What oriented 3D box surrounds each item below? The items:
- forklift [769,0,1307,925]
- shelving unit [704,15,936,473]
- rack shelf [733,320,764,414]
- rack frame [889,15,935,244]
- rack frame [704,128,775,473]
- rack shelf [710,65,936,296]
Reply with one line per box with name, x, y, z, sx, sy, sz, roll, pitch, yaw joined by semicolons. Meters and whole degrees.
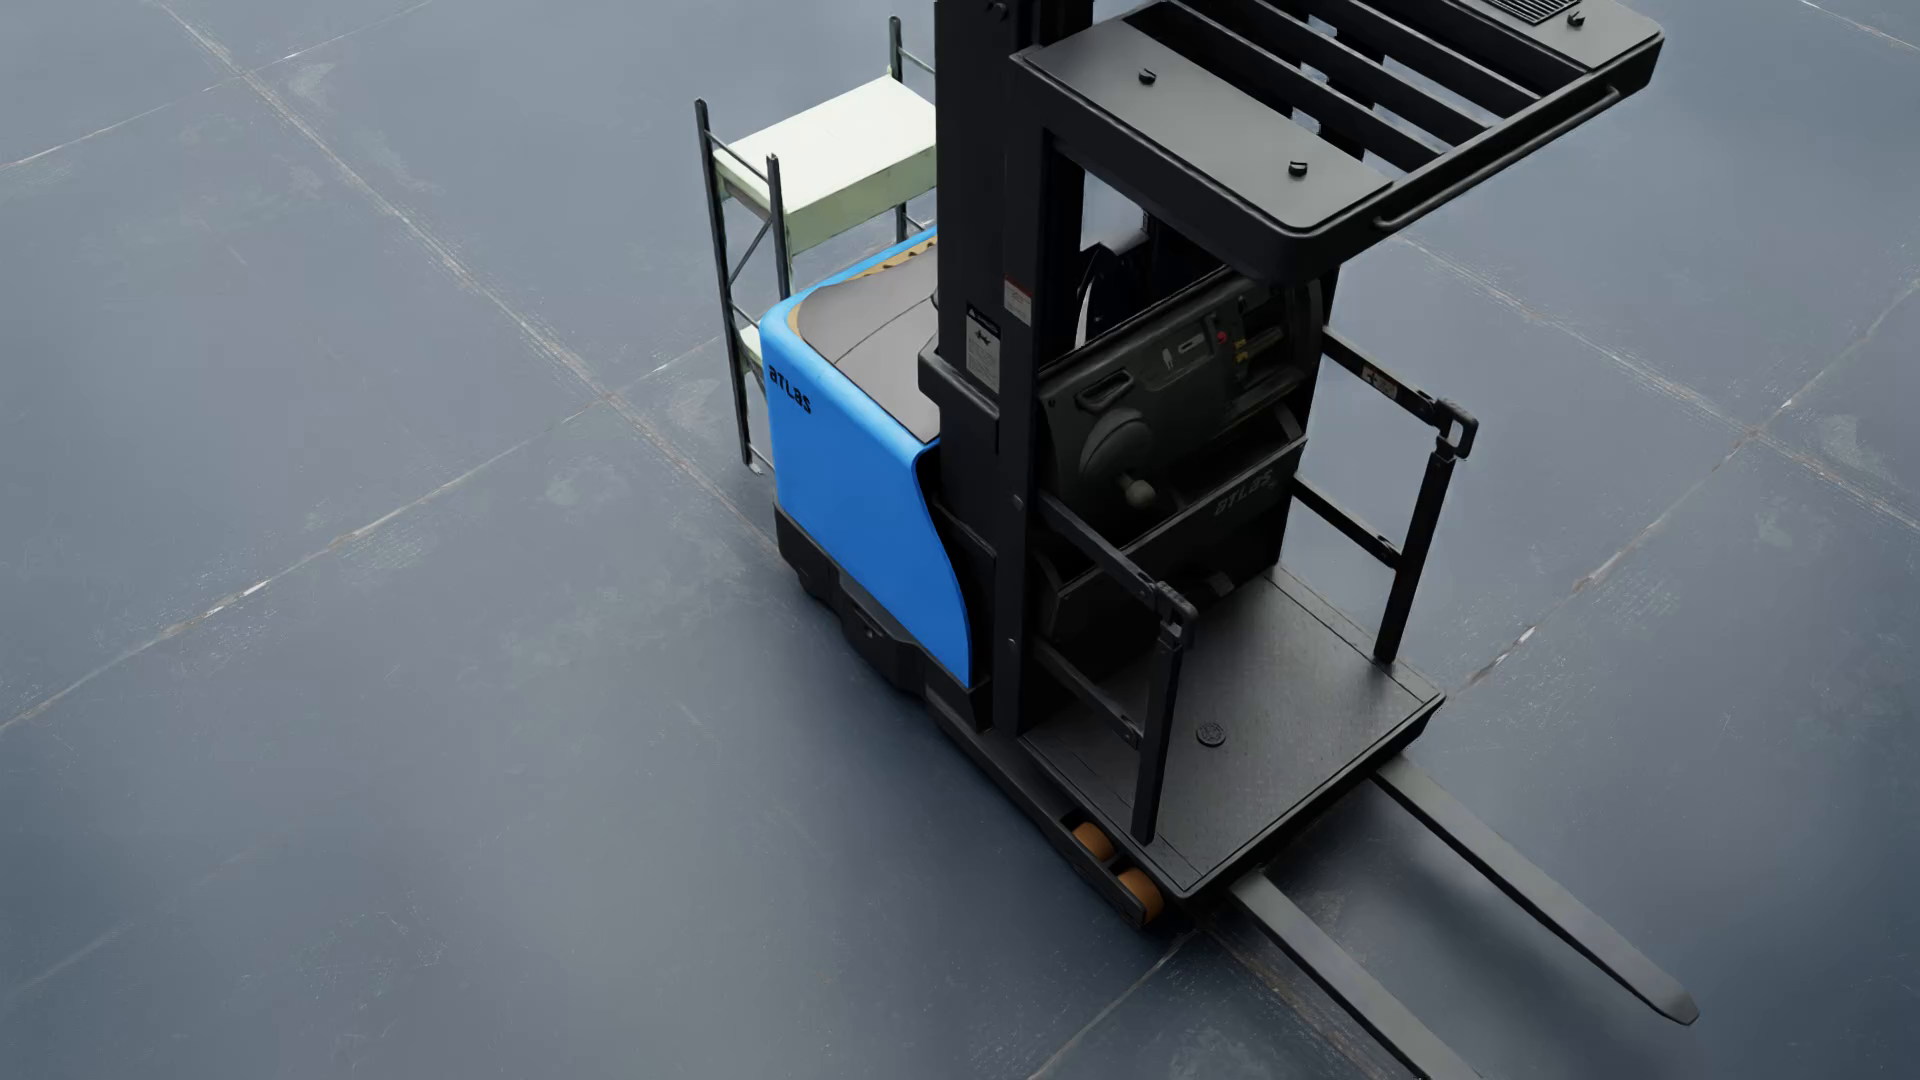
forklift;-10.029;-3.559;7.083;12.119;2.867;21.305;-31;54;-25
shelving unit;-0.366;-0.857;5.521;0.748;1.500;0.431;-32;55;-26
rack shelf;-0.369;-0.635;5.759;0.720;0.370;0.431;-32;55;-26
rack frame;-0.088;-1.028;5.678;0.023;1.500;0.400;-32;55;-26
rack frame;-0.650;-0.684;5.361;0.010;1.308;0.380;-32;55;-26
rack shelf;-0.369;-1.120;5.232;0.720;0.370;0.431;-32;55;-26
